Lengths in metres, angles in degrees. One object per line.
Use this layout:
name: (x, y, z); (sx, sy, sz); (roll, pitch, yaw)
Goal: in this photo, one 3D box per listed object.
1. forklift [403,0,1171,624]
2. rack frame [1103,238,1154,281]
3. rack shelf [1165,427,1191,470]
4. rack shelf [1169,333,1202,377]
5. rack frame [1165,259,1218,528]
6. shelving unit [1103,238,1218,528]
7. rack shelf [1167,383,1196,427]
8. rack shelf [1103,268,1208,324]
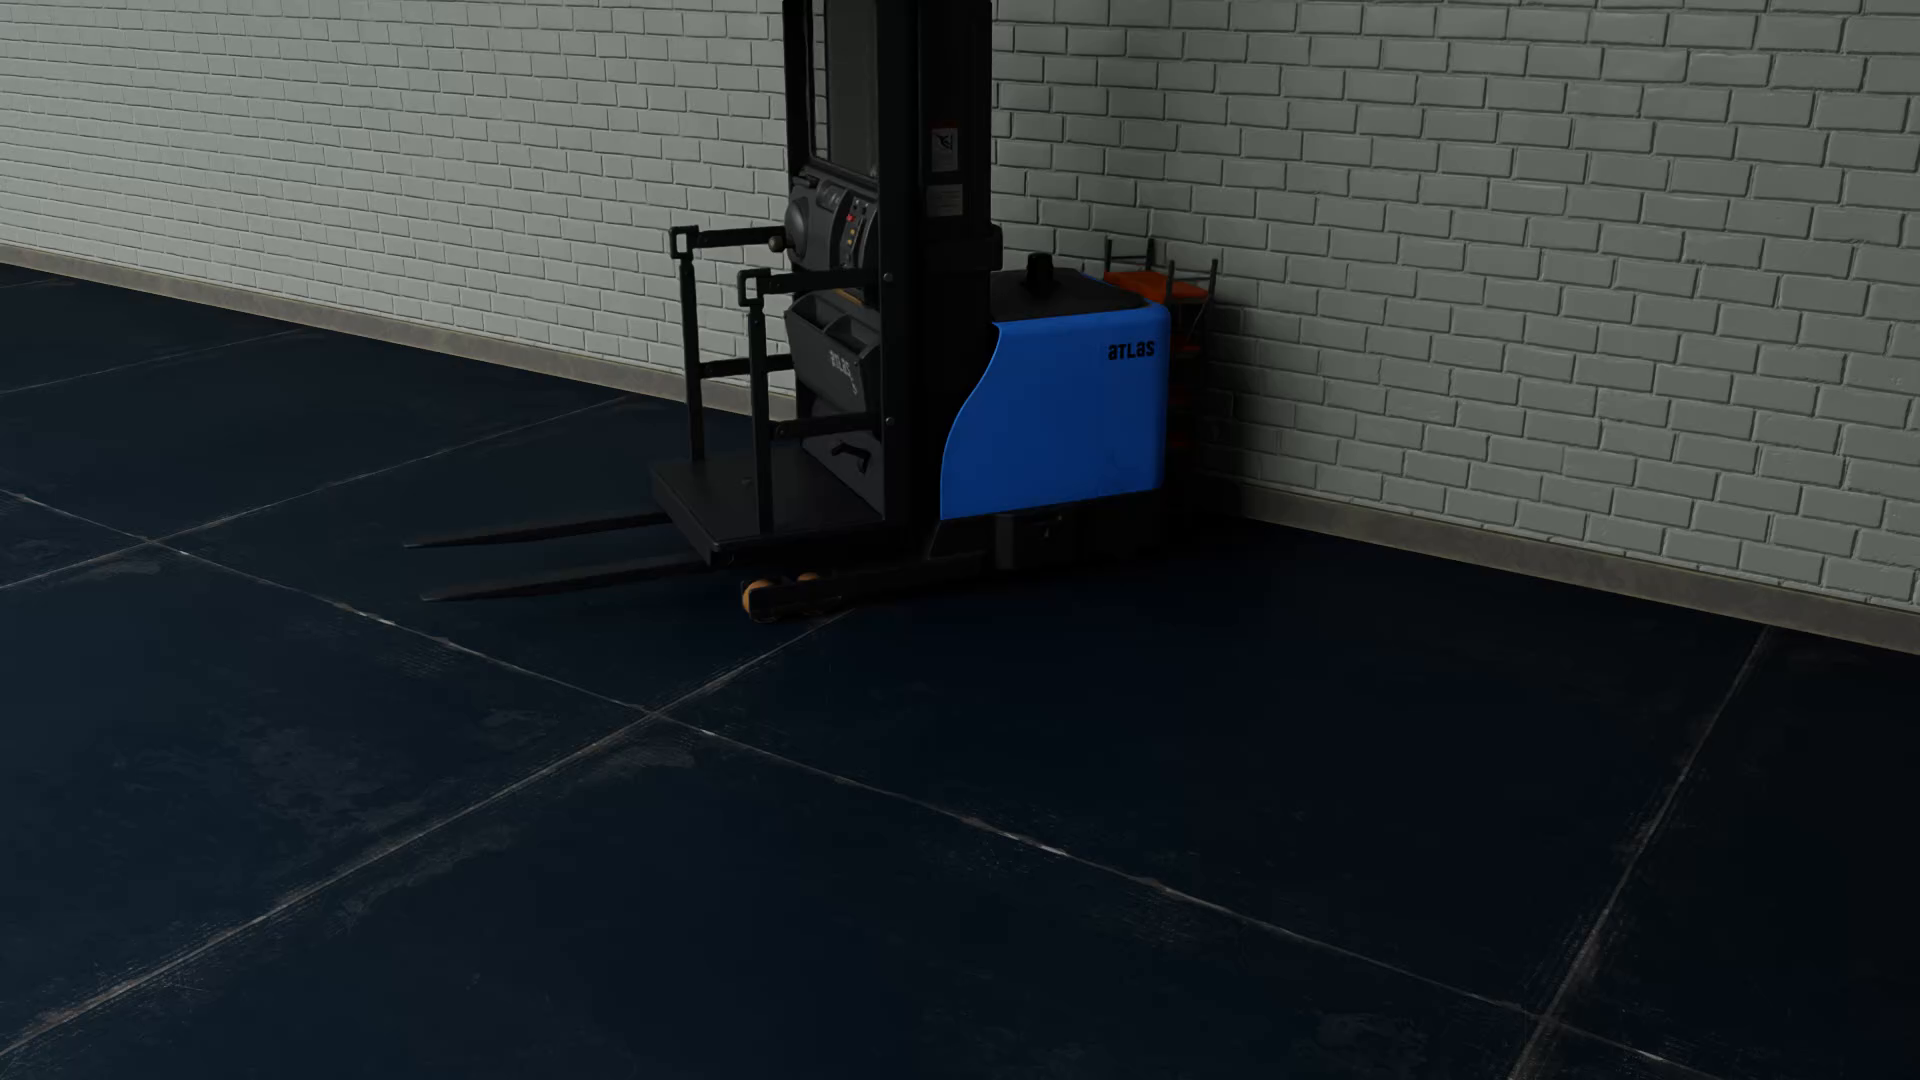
forklift: (-0.691, -1.261, 6.449); (3.031, 2.935, 1.130); (-9, 22, -22)
rack frame: (0.717, -0.772, 7.572); (0.240, 1.200, 0.015); (-7, 22, -27)
rack shelf: (0.812, -0.442, 7.461); (0.258, 0.148, 0.480); (-7, 22, -27)
rack shelf: (0.839, -0.838, 7.318); (0.258, 0.148, 0.480); (-7, 22, -27)
rack frame: (0.941, -0.611, 7.170); (0.240, 1.200, 0.015); (-7, 22, -27)
shelving unit: (0.829, -0.691, 7.371); (0.258, 1.200, 0.503); (-7, 22, -27)
rack shelf: (0.825, -0.628, 7.394); (0.258, 0.148, 0.480); (-7, 22, -27)
rack shelf: (0.854, -1.060, 7.238); (0.258, 0.148, 0.480); (-7, 22, -27)
